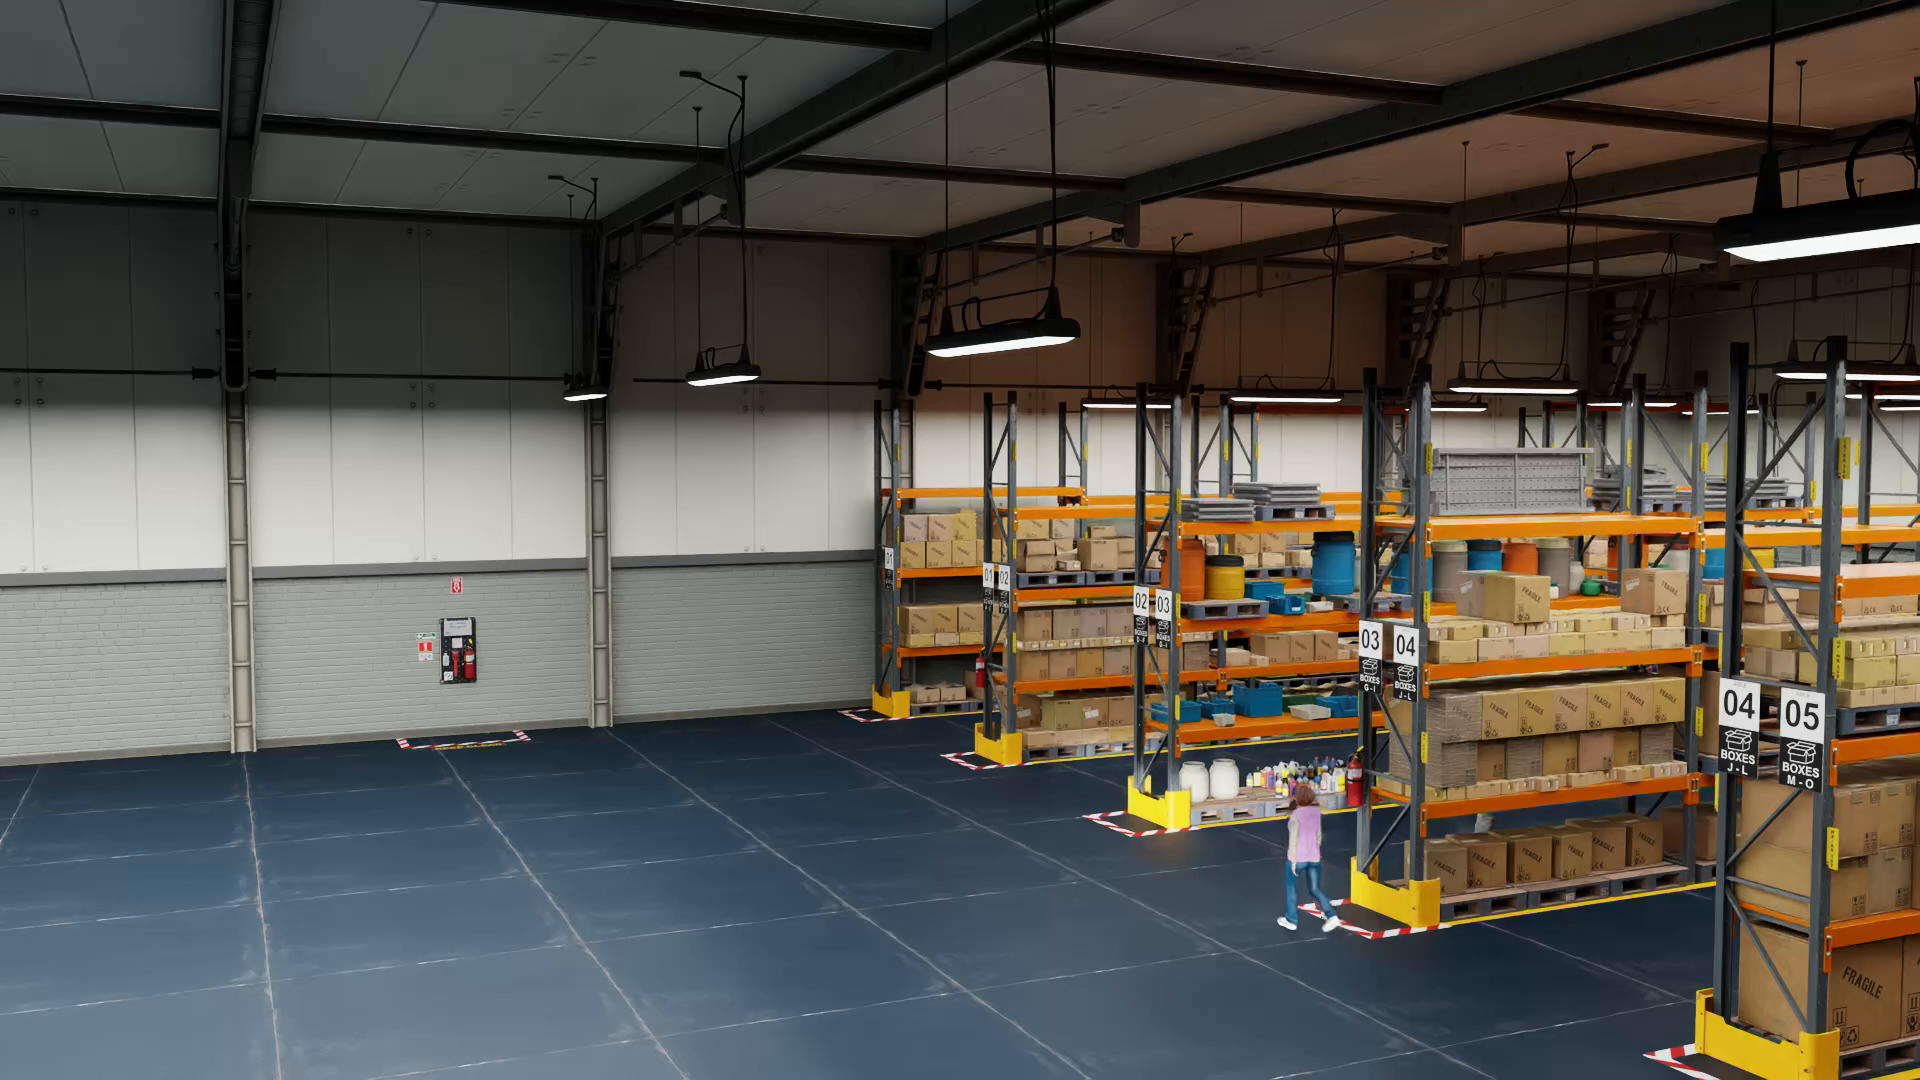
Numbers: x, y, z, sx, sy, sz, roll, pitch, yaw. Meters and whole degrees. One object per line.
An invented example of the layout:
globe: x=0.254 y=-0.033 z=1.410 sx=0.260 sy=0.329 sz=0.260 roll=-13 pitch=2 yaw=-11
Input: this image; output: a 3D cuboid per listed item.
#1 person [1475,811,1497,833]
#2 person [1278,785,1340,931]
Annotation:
person: x=6.516 y=3.084 z=20.499 sx=0.531 sy=1.764 sz=0.551 roll=-3 pitch=4 yaw=-42
person: x=3.639 y=3.352 z=17.429 sx=0.413 sy=1.560 sz=0.847 roll=-1 pitch=4 yaw=-24
